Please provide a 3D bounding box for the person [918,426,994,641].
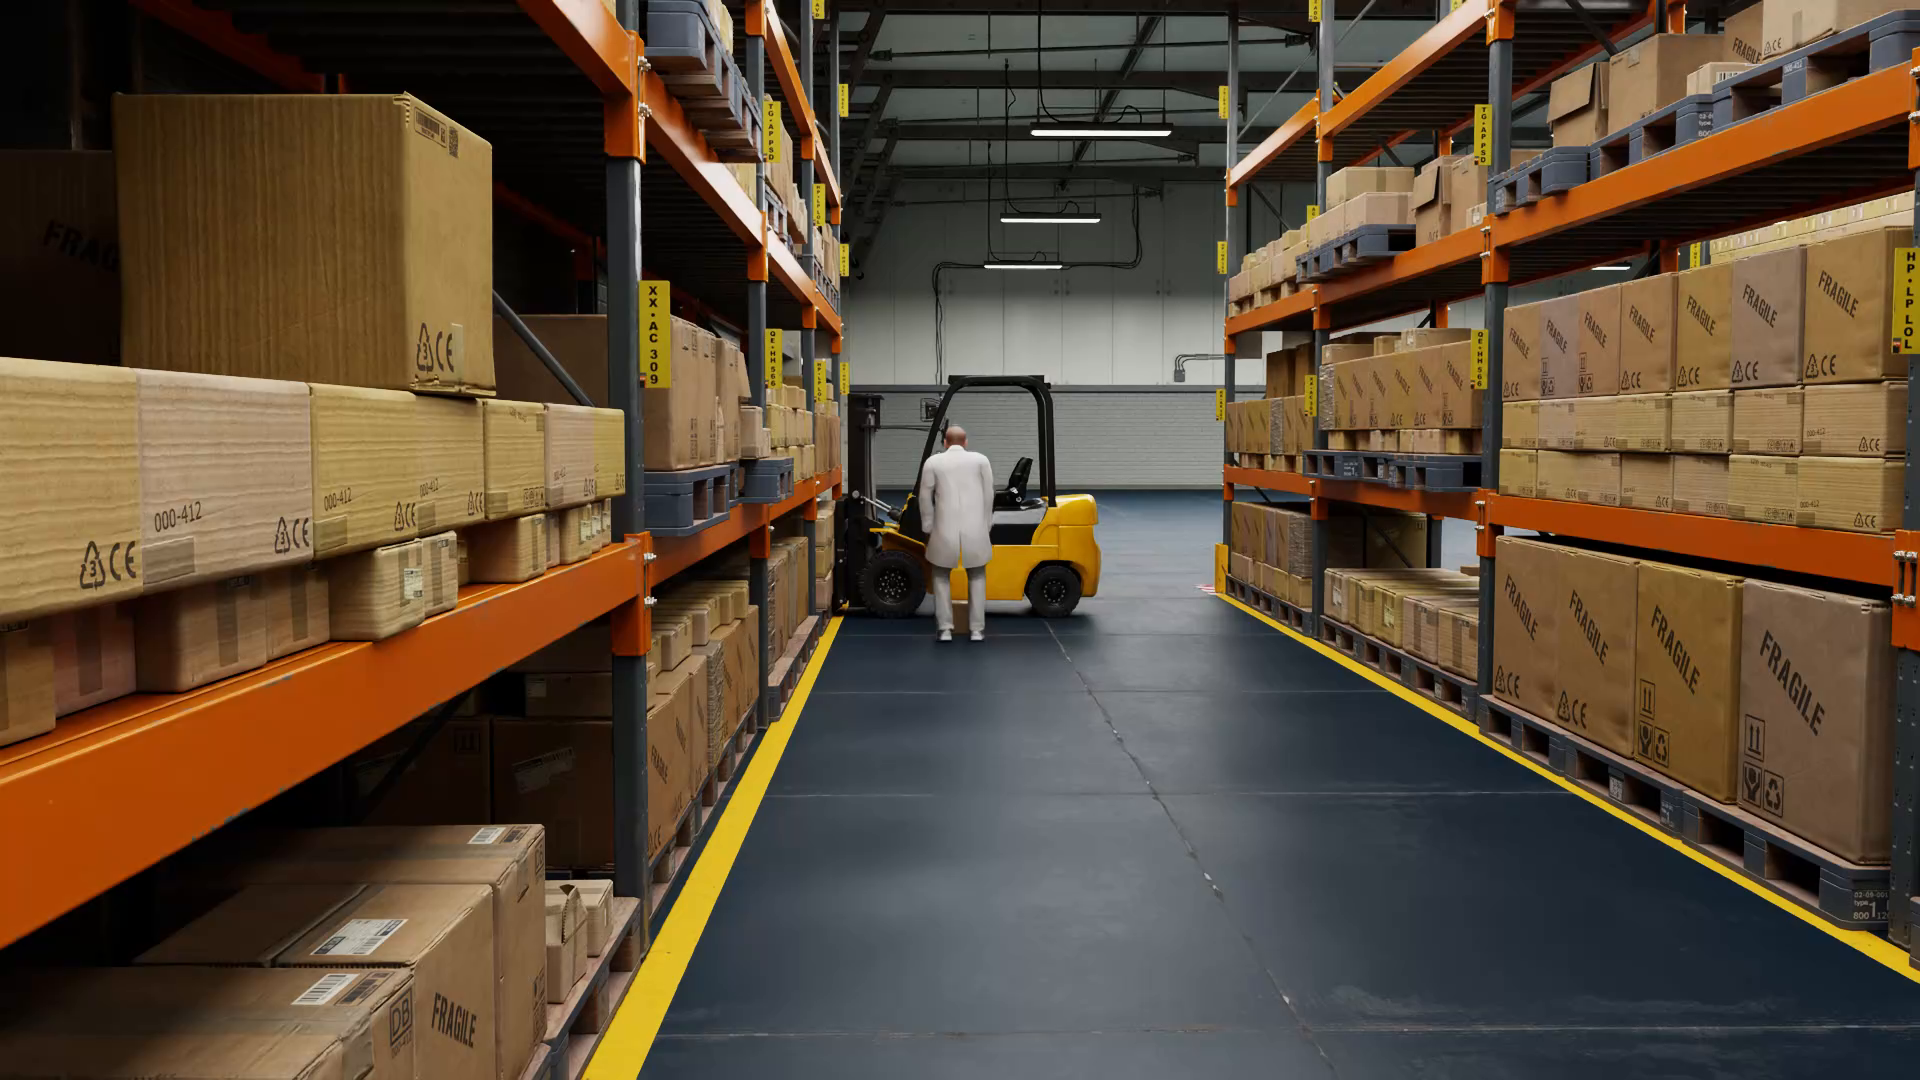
[{"bbox_3d":[-0.030,-0.046,13.171,0.599,1.693,0.459,0,4,0],"label":"person"}]
